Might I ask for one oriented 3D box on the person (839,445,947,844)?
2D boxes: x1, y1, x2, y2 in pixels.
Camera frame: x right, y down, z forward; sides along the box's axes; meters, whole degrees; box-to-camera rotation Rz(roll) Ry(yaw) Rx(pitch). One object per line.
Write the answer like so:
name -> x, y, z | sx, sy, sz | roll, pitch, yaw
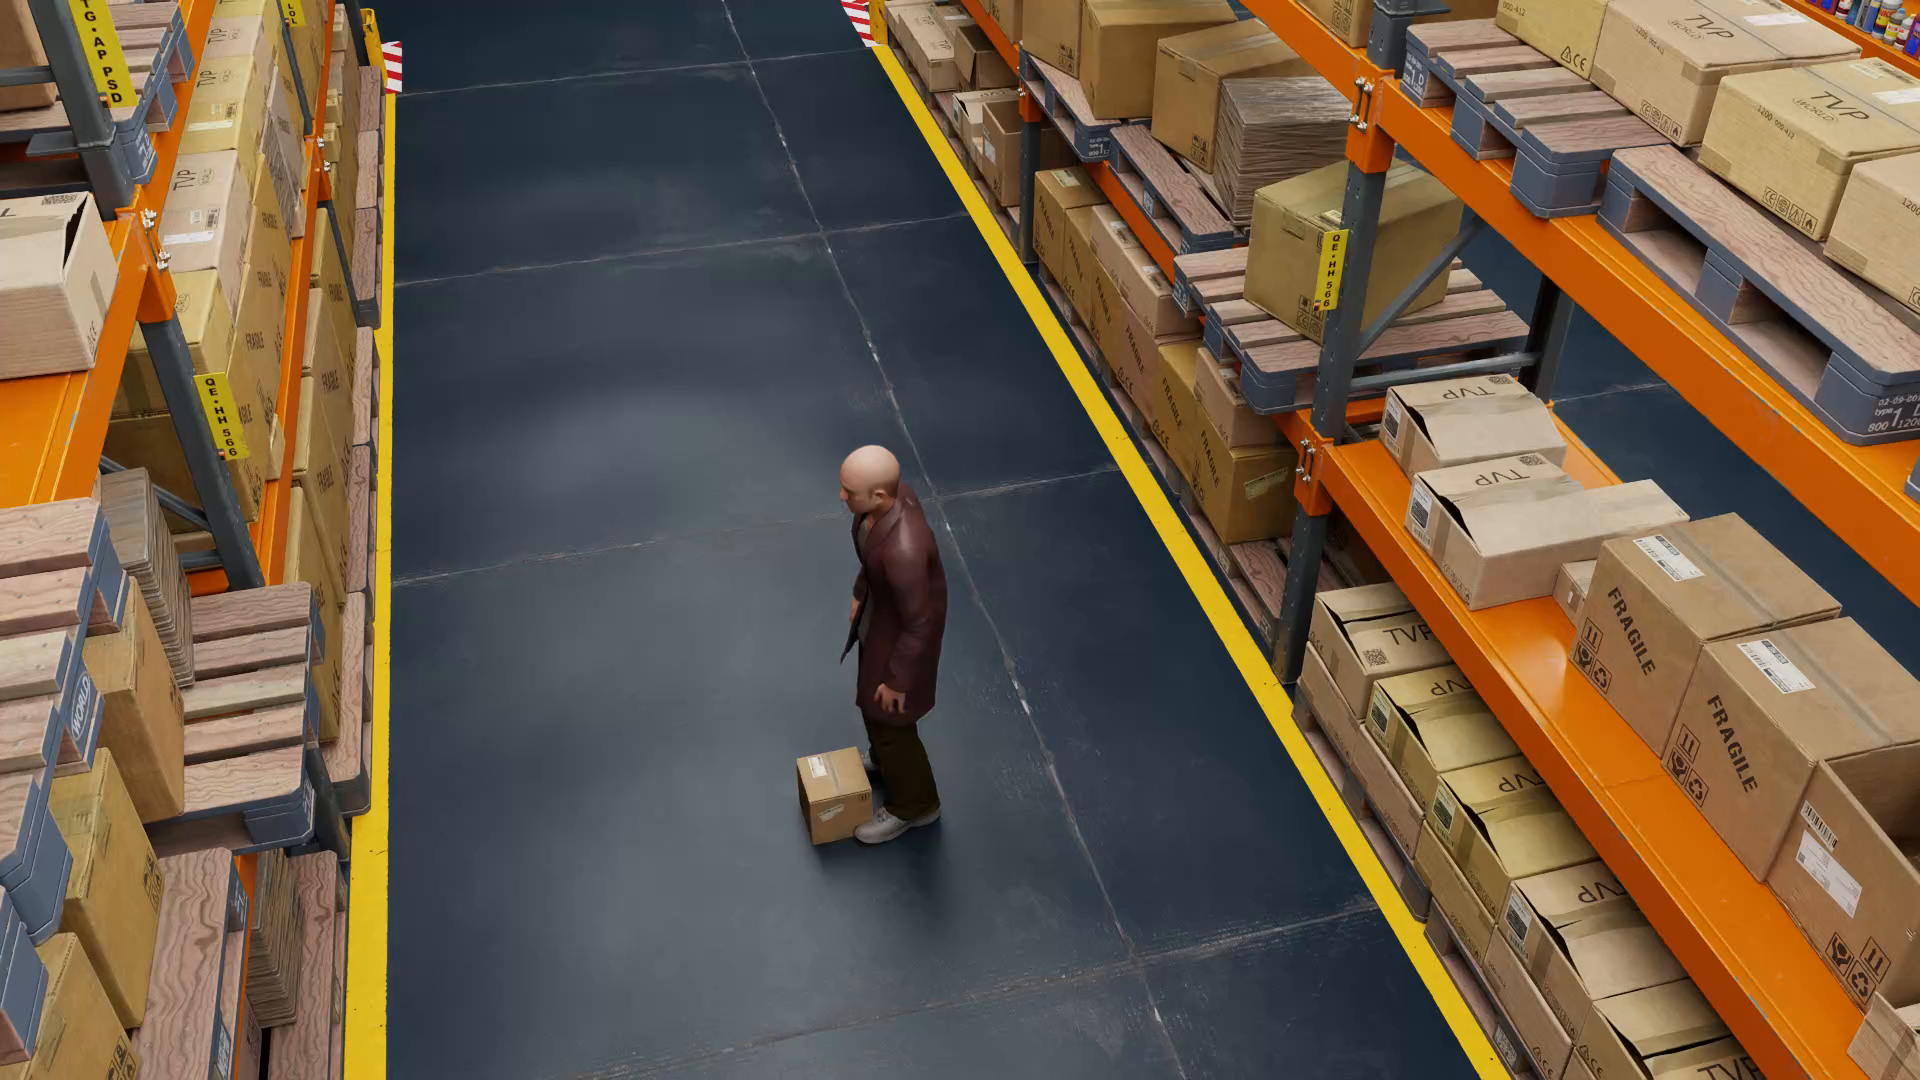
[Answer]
person -> -0.268, 0.374, 6.242 | 0.424, 1.774, 0.643 | -9, 39, -12
